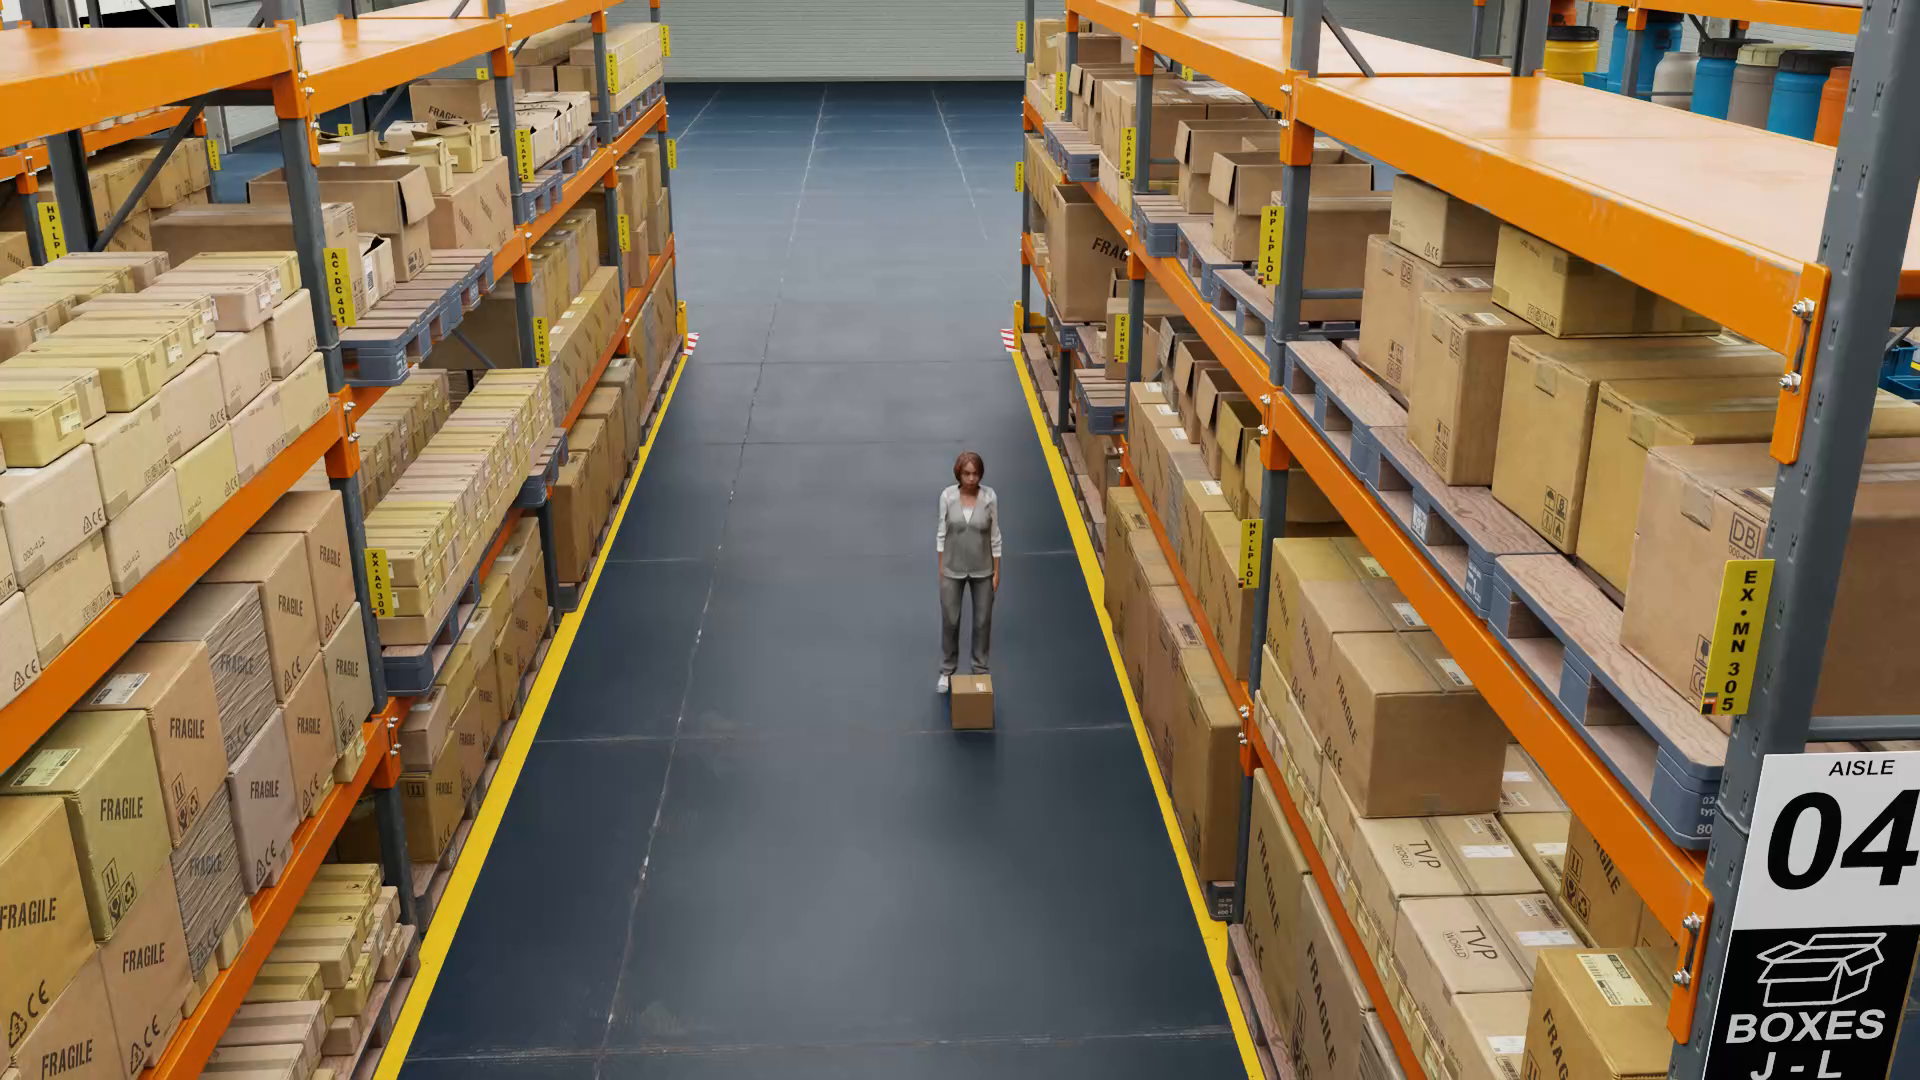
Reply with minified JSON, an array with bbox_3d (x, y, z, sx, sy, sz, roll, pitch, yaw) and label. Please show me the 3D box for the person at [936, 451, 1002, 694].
[{"bbox_3d":[0.053,0.228,10.539,0.425,1.637,0.328,-1,21,-2],"label":"person"}]
